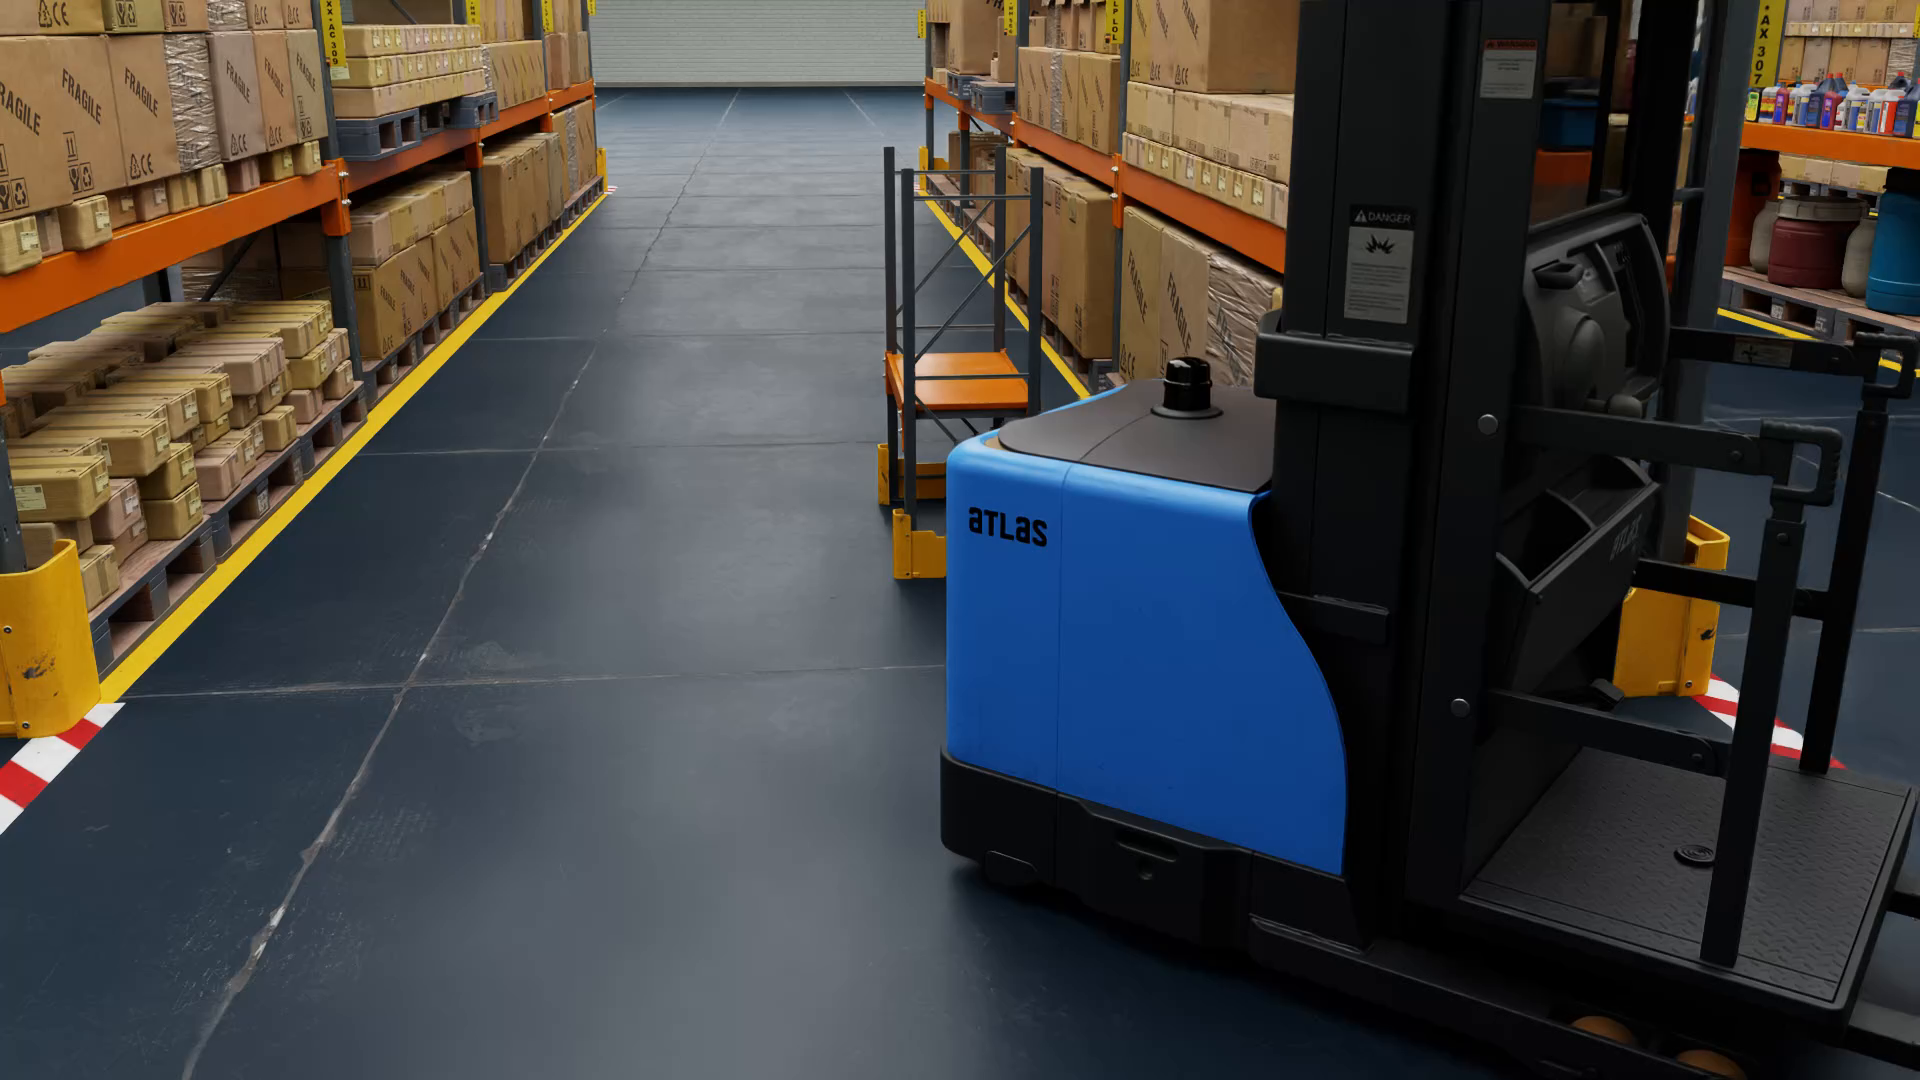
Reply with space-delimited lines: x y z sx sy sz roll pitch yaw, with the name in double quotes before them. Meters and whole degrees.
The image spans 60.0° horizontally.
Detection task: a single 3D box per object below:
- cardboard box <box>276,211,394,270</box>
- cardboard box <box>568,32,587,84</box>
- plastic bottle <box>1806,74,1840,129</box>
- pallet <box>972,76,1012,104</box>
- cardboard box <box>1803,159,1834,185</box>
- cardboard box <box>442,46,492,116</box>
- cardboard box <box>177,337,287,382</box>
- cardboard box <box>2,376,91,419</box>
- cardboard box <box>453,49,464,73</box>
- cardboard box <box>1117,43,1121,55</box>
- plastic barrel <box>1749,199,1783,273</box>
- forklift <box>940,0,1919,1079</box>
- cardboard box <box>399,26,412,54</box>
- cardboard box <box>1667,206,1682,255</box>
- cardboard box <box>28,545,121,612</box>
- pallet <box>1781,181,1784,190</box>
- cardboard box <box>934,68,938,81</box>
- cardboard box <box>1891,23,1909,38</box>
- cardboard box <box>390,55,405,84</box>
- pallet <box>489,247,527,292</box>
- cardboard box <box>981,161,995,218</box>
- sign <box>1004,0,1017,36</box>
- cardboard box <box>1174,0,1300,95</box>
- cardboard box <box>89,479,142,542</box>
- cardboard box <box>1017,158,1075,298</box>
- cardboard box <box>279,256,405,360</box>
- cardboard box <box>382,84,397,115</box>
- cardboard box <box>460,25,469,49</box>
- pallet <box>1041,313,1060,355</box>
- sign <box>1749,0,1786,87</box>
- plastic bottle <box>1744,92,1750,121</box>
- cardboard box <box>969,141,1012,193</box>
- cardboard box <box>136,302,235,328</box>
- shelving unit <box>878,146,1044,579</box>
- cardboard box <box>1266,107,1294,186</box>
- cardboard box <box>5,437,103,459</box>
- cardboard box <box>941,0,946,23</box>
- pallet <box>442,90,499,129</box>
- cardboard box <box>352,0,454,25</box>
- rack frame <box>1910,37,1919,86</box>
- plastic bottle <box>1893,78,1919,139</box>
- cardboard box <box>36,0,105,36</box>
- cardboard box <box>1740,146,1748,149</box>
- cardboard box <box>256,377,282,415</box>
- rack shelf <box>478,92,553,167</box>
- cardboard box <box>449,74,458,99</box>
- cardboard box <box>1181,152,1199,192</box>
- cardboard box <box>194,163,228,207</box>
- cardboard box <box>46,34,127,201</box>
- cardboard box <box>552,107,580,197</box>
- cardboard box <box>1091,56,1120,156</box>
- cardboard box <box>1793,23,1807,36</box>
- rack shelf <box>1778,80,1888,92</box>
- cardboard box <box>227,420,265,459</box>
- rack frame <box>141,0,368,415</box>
"cardboard box" -3.432 -1.653 9.154 0.500 0.250 0.500 -3 18 -8
"cardboard box" -4.695 -5.434 18.726 0.875 0.550 0.550 -2 18 -6
"plastic bottle" 5.718 -2.904 11.000 0.144 0.351 0.185 -2 18 -6
"pallet" 0.668 -3.871 14.319 1.003 0.211 1.213 -2 18 -6
"cardboard box" 9.981 -4.188 18.899 0.500 0.250 0.500 -2 18 -6
"cardboard box" -3.809 -3.441 12.462 0.500 0.500 0.500 -2 17 -5
"cardboard box" -3.156 -0.779 7.215 0.380 0.149 0.250 -3 18 -8
"cardboard box" -3.598 -0.531 6.424 0.380 0.149 0.250 -2 18 -7
"cardboard box" -3.443 -3.108 10.790 0.380 0.149 0.250 -2 18 -6
"cardboard box" 1.251 -2.899 9.060 0.797 0.503 0.637 -2 18 -7
"plastic barrel" 6.054 -2.230 12.224 0.421 0.512 0.421 0 17 0
"forklift" 1.450 -0.454 3.231 3.031 2.935 1.130 12 21 33
"cardboard box" -3.284 -2.789 9.277 0.380 0.149 0.250 -2 18 -6
"cardboard box" 2.029 -0.987 5.231 0.380 0.149 0.250 -2 17 -5
"cardboard box" -2.942 0.126 5.325 0.380 0.149 0.250 -1 17 -5
"pallet" 10.062 -4.505 20.675 1.003 0.211 1.213 -2 18 -6
"cardboard box" -0.103 -5.395 19.274 0.380 0.149 0.250 -2 18 -6
"cardboard box" 10.089 -5.376 17.543 0.380 0.149 0.250 -2 18 -7
"cardboard box" -3.258 -2.567 9.068 0.380 0.149 0.250 -1 17 -4
"pallet" -4.038 -2.158 13.197 1.003 0.211 1.213 -2 18 -6
"cardboard box" 0.572 -3.257 15.481 0.700 0.500 0.500 -2 18 -6
"sign" 0.374 -3.869 12.192 0.100 0.325 0.005 -2 18 -6
"cardboard box" 1.222 -2.158 7.045 0.500 0.500 0.500 -2 18 -7
"cardboard box" -2.977 -0.097 5.539 0.380 0.149 0.250 -2 18 -6
"cardboard box" 1.047 -2.089 11.168 1.225 0.875 0.875 -2 18 -5
"cardboard box" -3.431 -1.295 9.267 0.500 0.500 0.500 -1 17 -3
"cardboard box" -3.236 -2.354 8.884 0.380 0.149 0.250 -2 17 -5
"cardboard box" -3.474 -3.330 11.002 0.380 0.149 0.250 -1 17 -4
"pallet" 1.042 -1.444 10.923 1.003 0.211 1.213 -2 18 -6
"sign" 2.290 -1.457 4.732 0.100 0.325 0.005 -2 18 -6
"plastic bottle" 5.609 -3.080 11.812 0.097 0.201 0.097 0 17 0
"cardboard box" 0.290 -4.047 18.031 0.500 0.500 0.500 -3 18 -11
"cardboard box" -3.789 -1.074 8.156 0.380 0.149 0.250 -1 17 -3
"shelving unit" -0.008 -0.738 6.525 0.587 1.500 1.083 -2 18 -6
"cardboard box" 1.372 -1.348 5.717 0.500 0.250 0.500 -2 18 -7
"cardboard box" -3.070 -0.236 5.487 0.380 0.149 0.250 -1 17 -5
"cardboard box" 0.076 -5.656 17.352 0.500 0.500 0.500 -2 18 -6
"pallet" -3.852 -2.950 11.387 1.213 0.211 1.003 -2 18 -6
"cardboard box" -4.068 -3.910 12.286 0.700 0.500 0.500 -2 18 -6
"rack frame" 10.354 -4.871 17.183 1.000 3.000 0.127 -2 18 -6
"plastic bottle" 5.812 -2.631 10.130 0.144 0.351 0.185 -2 18 -6
"cardboard box" -3.047 -1.826 5.153 0.500 0.500 0.500 -1 17 -4
"cardboard box" 9.829 -4.993 20.211 0.500 0.500 0.500 -2 18 -6
"cardboard box" -3.211 -0.645 7.284 0.380 0.149 0.250 -1 17 -4
"rack shelf" -4.238 -3.503 14.030 1.077 0.370 4.000 -2 18 -6
"cardboard box" -3.421 -2.893 10.604 0.380 0.149 0.250 -3 18 -8
"cardboard box" 1.159 -1.578 7.114 0.380 0.149 0.250 -2 17 -5
"cardboard box" -3.124 -1.398 6.541 0.380 0.149 0.250 -1 17 -5
"cardboard box" -3.058 -1.358 5.331 0.500 0.500 0.500 -2 18 -6
"cardboard box" -4.536 -4.087 17.534 0.875 0.875 0.875 -2 18 -5
"cardboard box" 1.005 -2.361 9.022 0.500 0.500 0.500 -2 18 -5
"cardboard box" 9.903 -5.912 19.252 0.380 0.149 0.250 -2 18 -6
"rack shelf" 10.148 -5.123 19.189 1.077 0.370 4.000 -2 18 -6
"cardboard box" -3.173 -0.405 7.017 0.380 0.149 0.250 -1 17 -5
"rack frame" -3.619 -2.059 8.228 1.000 3.000 0.127 -2 18 -6
